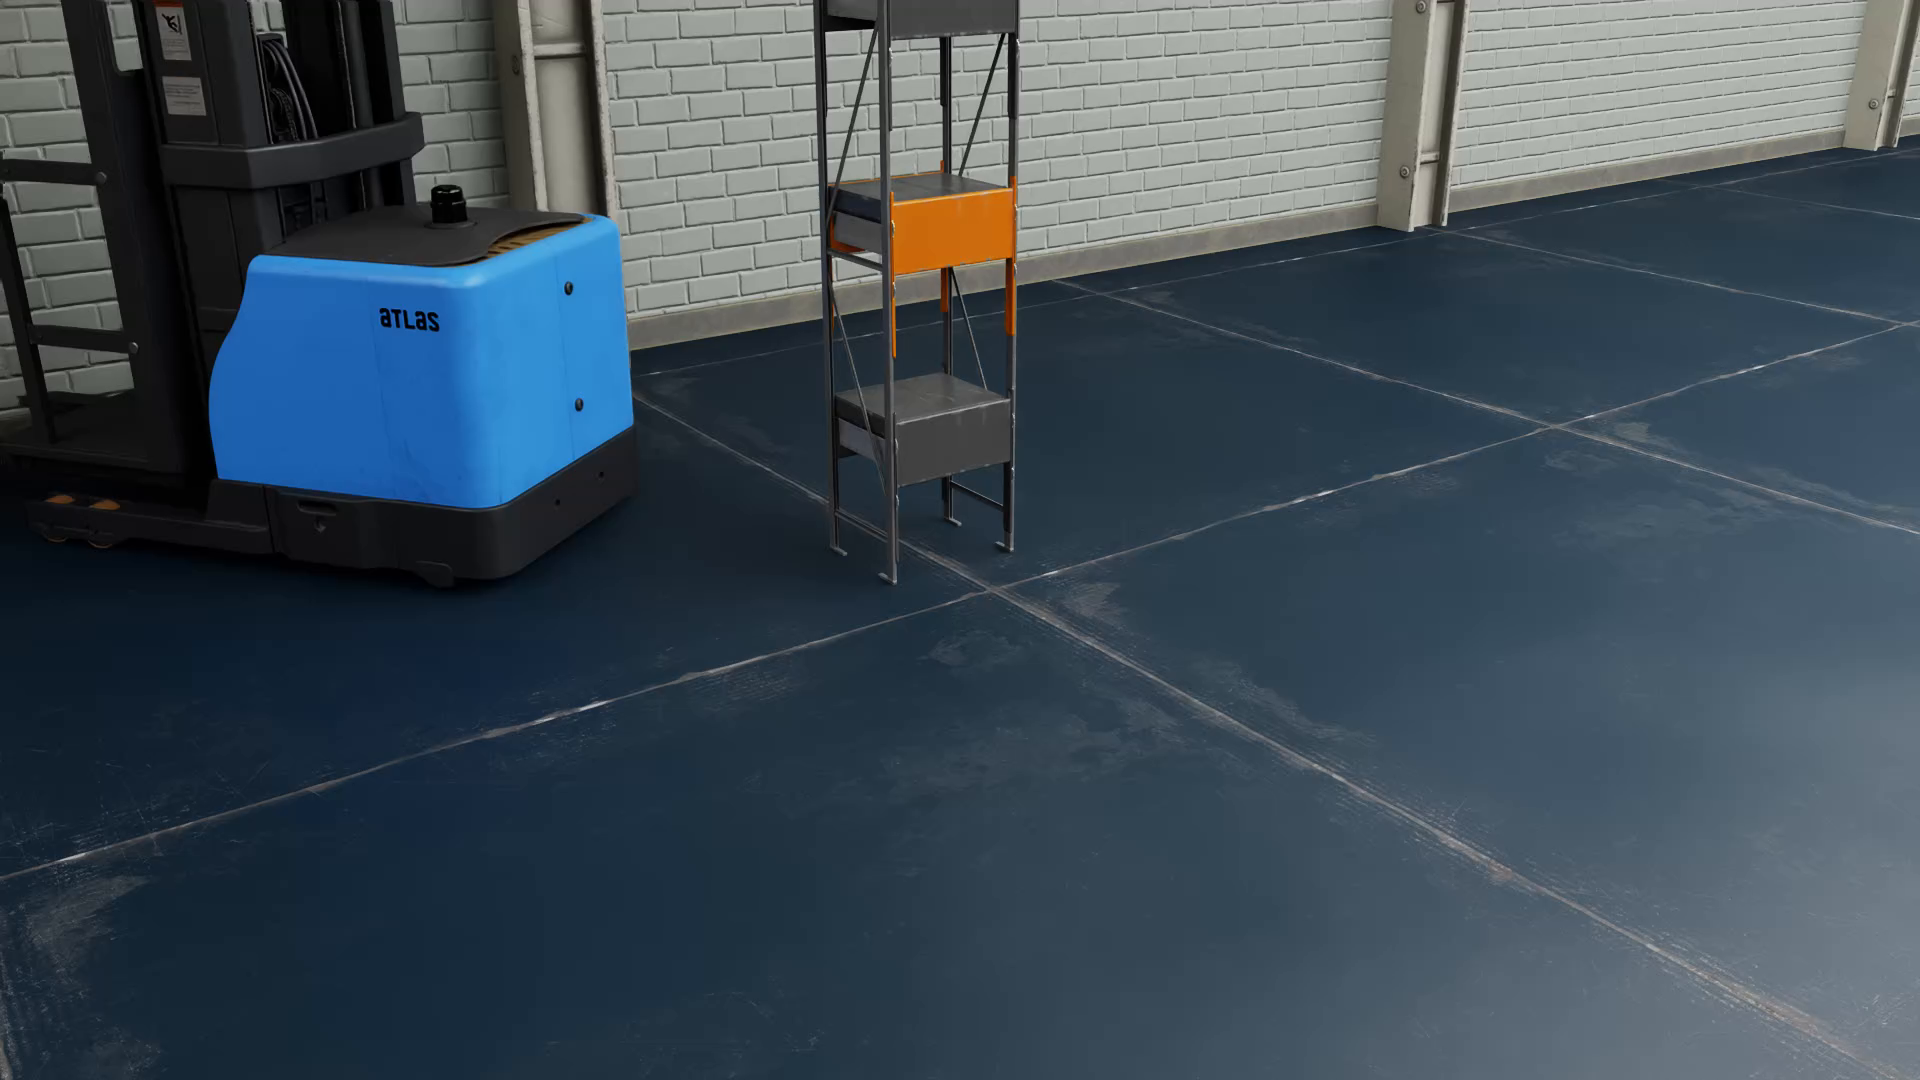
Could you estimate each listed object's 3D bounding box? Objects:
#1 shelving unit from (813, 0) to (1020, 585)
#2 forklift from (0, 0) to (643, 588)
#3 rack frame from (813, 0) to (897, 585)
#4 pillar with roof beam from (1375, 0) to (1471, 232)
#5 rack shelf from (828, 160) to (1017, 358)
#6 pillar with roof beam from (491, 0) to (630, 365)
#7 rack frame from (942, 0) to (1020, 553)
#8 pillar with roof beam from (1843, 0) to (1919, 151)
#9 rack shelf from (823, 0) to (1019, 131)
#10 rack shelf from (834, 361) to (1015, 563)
[{"bbox_3d":[-0.134,-0.939,5.417,0.503,2.100,0.431,-15,26,-33],"label":"shelving unit"},{"bbox_3d":[-2.763,-1.509,5.722,3.031,2.935,1.130,7,23,16],"label":"forklift"},{"bbox_3d":[-0.332,-0.887,5.285,0.015,2.100,0.400,-15,26,-33],"label":"rack frame"},{"bbox_3d":[5.554,-5.014,6.320,0.400,9.000,9.100,-15,26,-33],"label":"pillar with roof beam"},{"bbox_3d":[-0.134,-0.927,5.422,0.480,0.518,0.431,-15,26,-33],"label":"rack shelf"},{"bbox_3d":[0.683,-3.716,3.066,0.400,9.000,9.100,-15,26,-33],"label":"pillar with roof beam"},{"bbox_3d":[0.064,-0.992,5.550,0.015,2.100,0.400,-15,26,-33],"label":"rack frame"},{"bbox_3d":[10.424,-6.313,9.575,0.400,9.000,9.100,-15,26,-33],"label":"pillar with roof beam"},{"bbox_3d":[-0.134,-1.577,5.163,0.480,0.518,0.431,-15,26,-33],"label":"rack shelf"},{"bbox_3d":[-0.134,-0.277,5.682,0.480,0.518,0.431,-15,26,-33],"label":"rack shelf"}]
